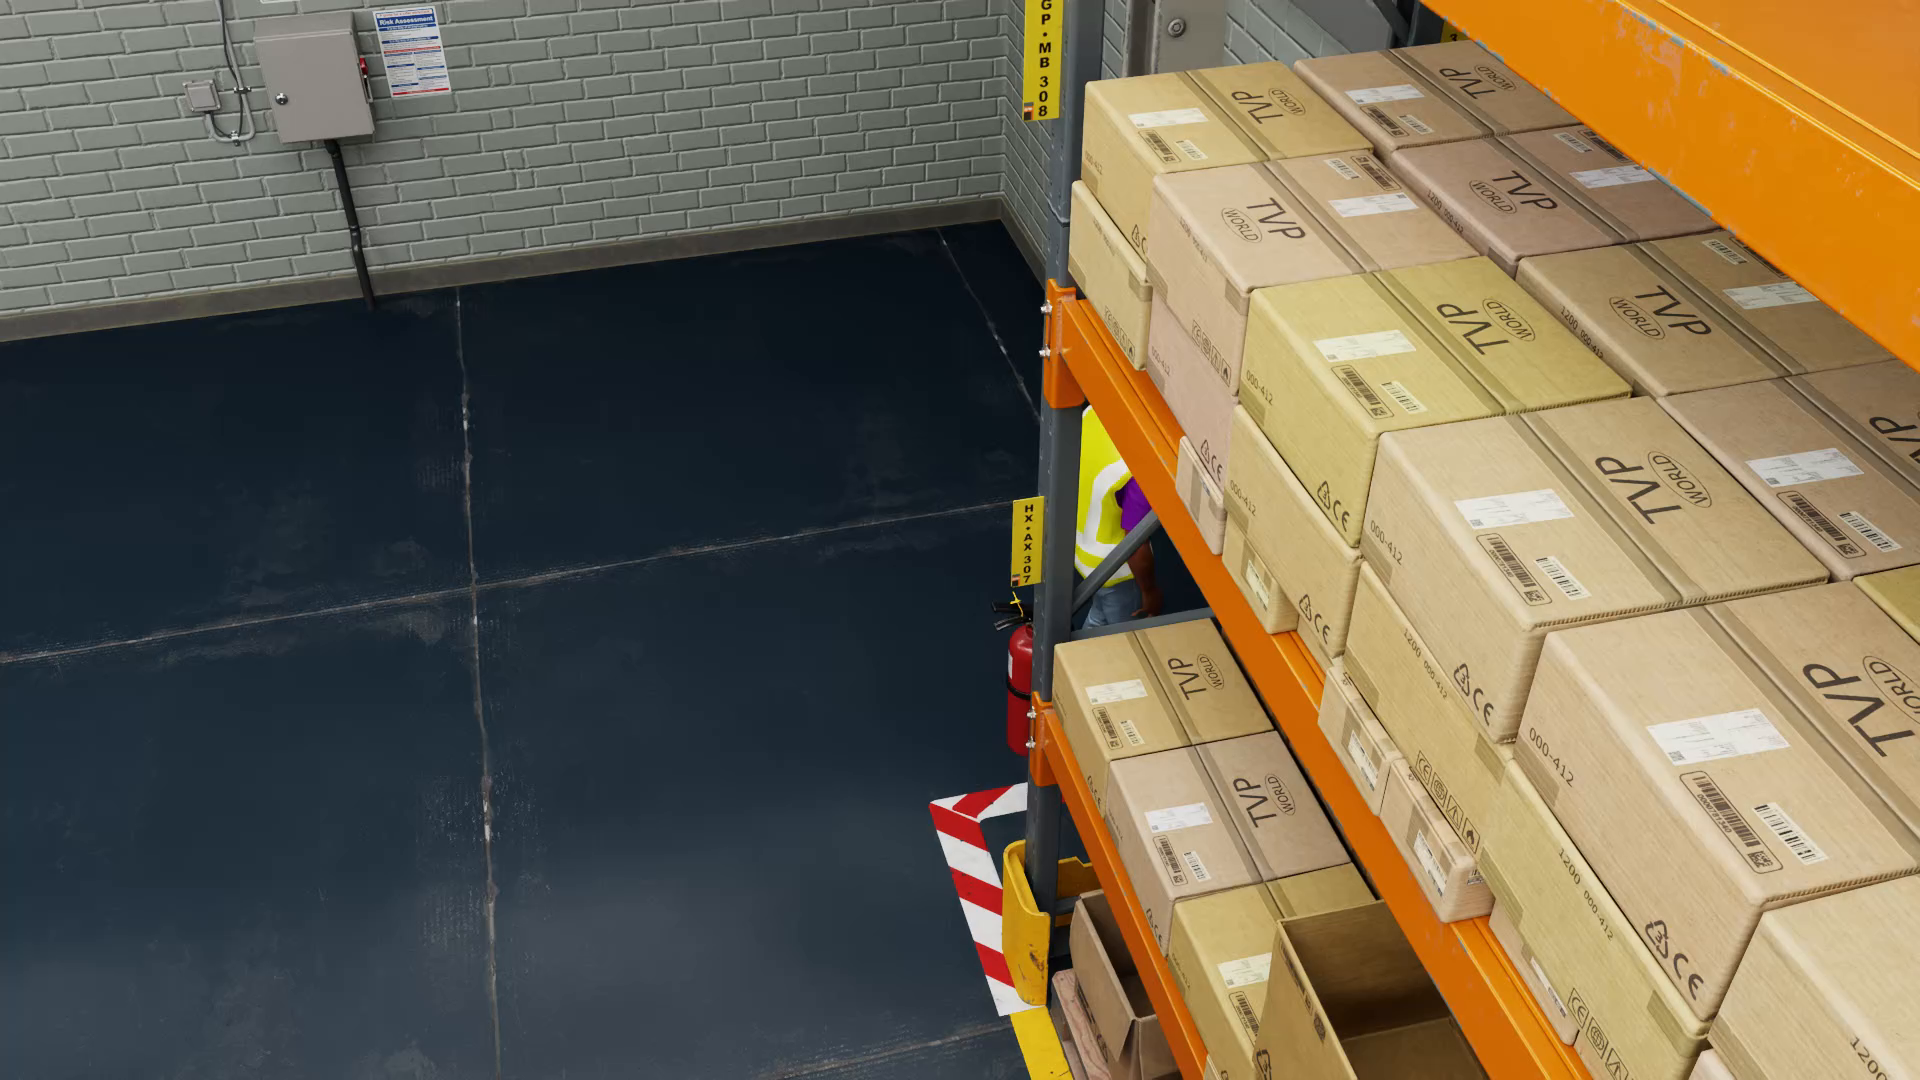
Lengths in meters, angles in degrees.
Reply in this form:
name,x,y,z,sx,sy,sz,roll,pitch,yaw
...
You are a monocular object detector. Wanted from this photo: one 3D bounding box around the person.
name,x,y,z,sx,sy,sz,roll,pitch,yaw
person,0.648,0.037,6.656,0.460,1.756,0.634,-12,39,-15
